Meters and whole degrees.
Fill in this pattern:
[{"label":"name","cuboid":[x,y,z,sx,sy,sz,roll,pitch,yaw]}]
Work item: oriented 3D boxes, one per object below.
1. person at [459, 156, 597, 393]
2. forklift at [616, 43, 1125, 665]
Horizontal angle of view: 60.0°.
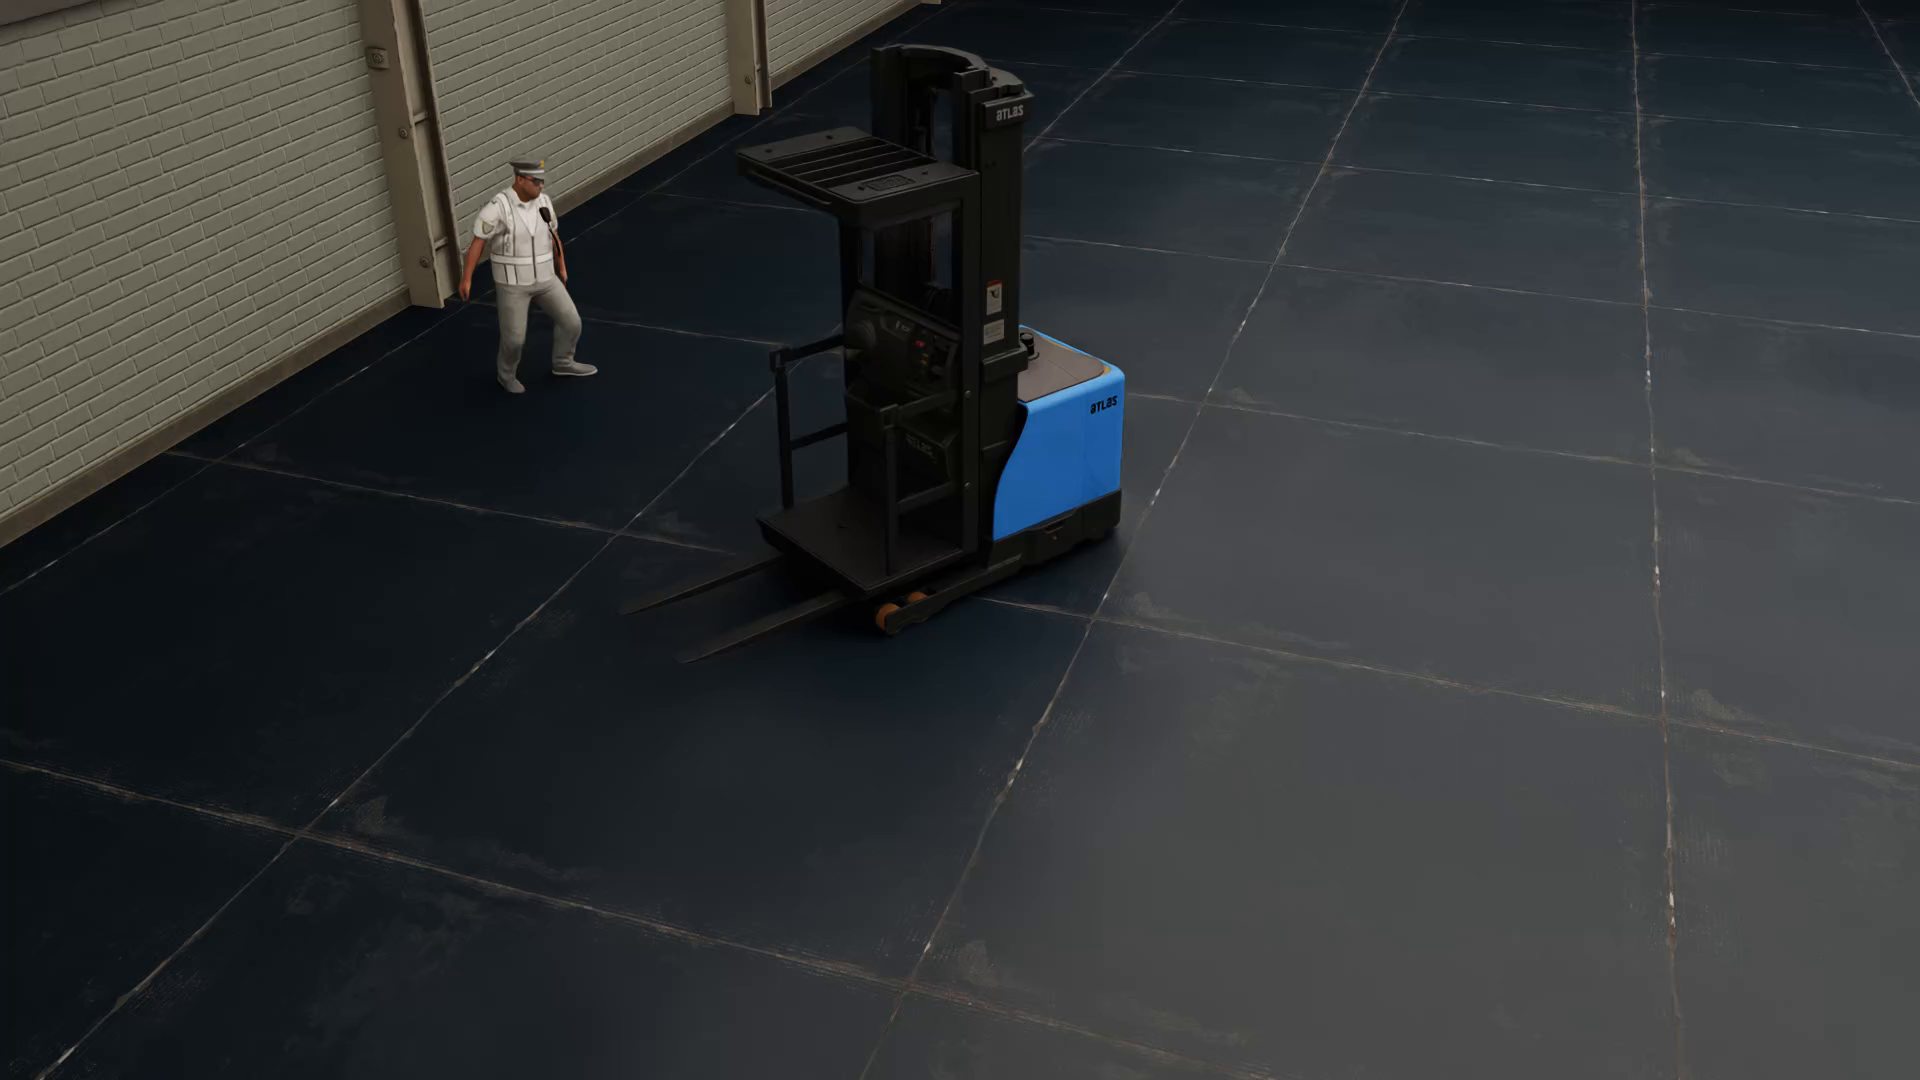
[{"label":"person","cuboid":[-3.075,-1.836,11.672,0.897,1.737,0.480,-22,36,-33]},{"label":"forklift","cuboid":[-0.483,-1.048,8.975,3.031,2.935,1.130,-22,37,-34]}]
